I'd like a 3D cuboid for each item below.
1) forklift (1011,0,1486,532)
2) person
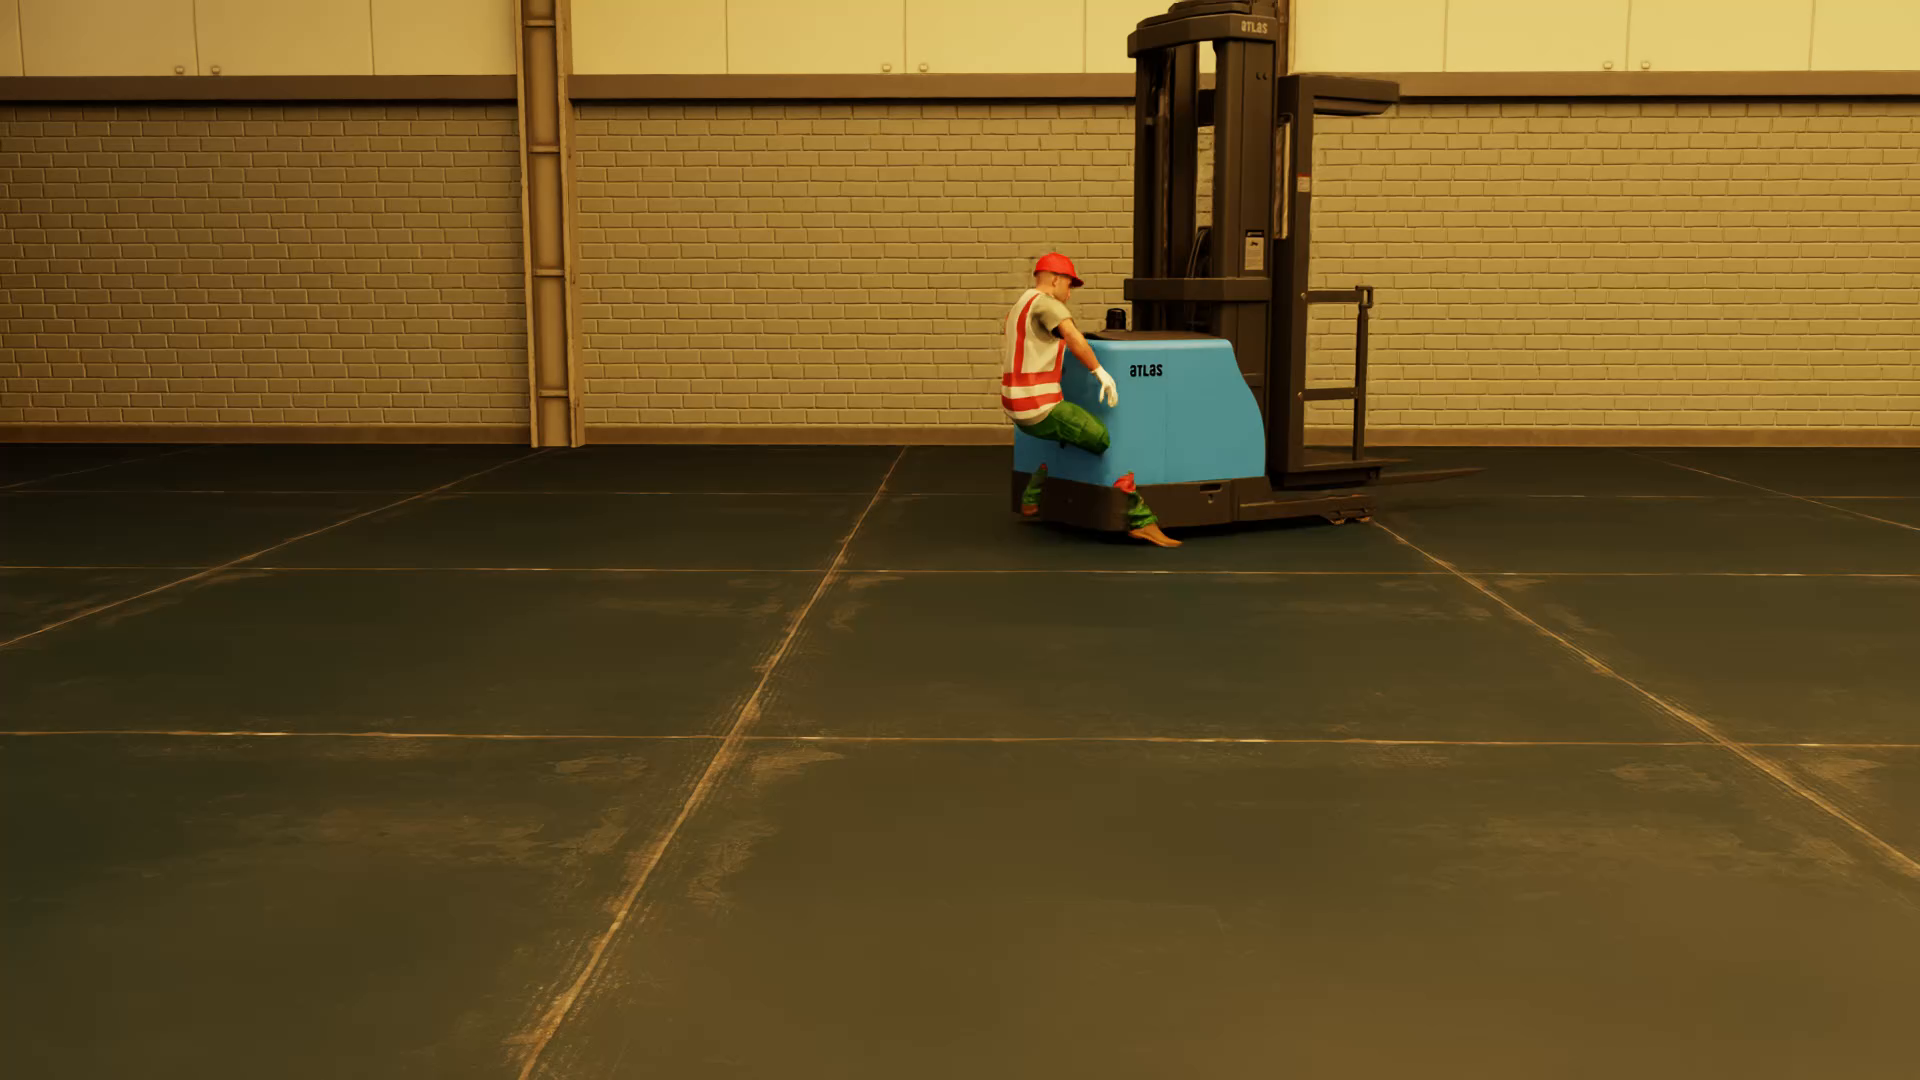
[{"bbox_3d":[1.827,-1.598,9.760,3.031,2.935,1.130,-5,10,-30],"label":"forklift"},{"bbox_3d":[0.667,-0.762,8.982,0.890,1.559,0.954,-2,9,-12],"label":"person"}]
